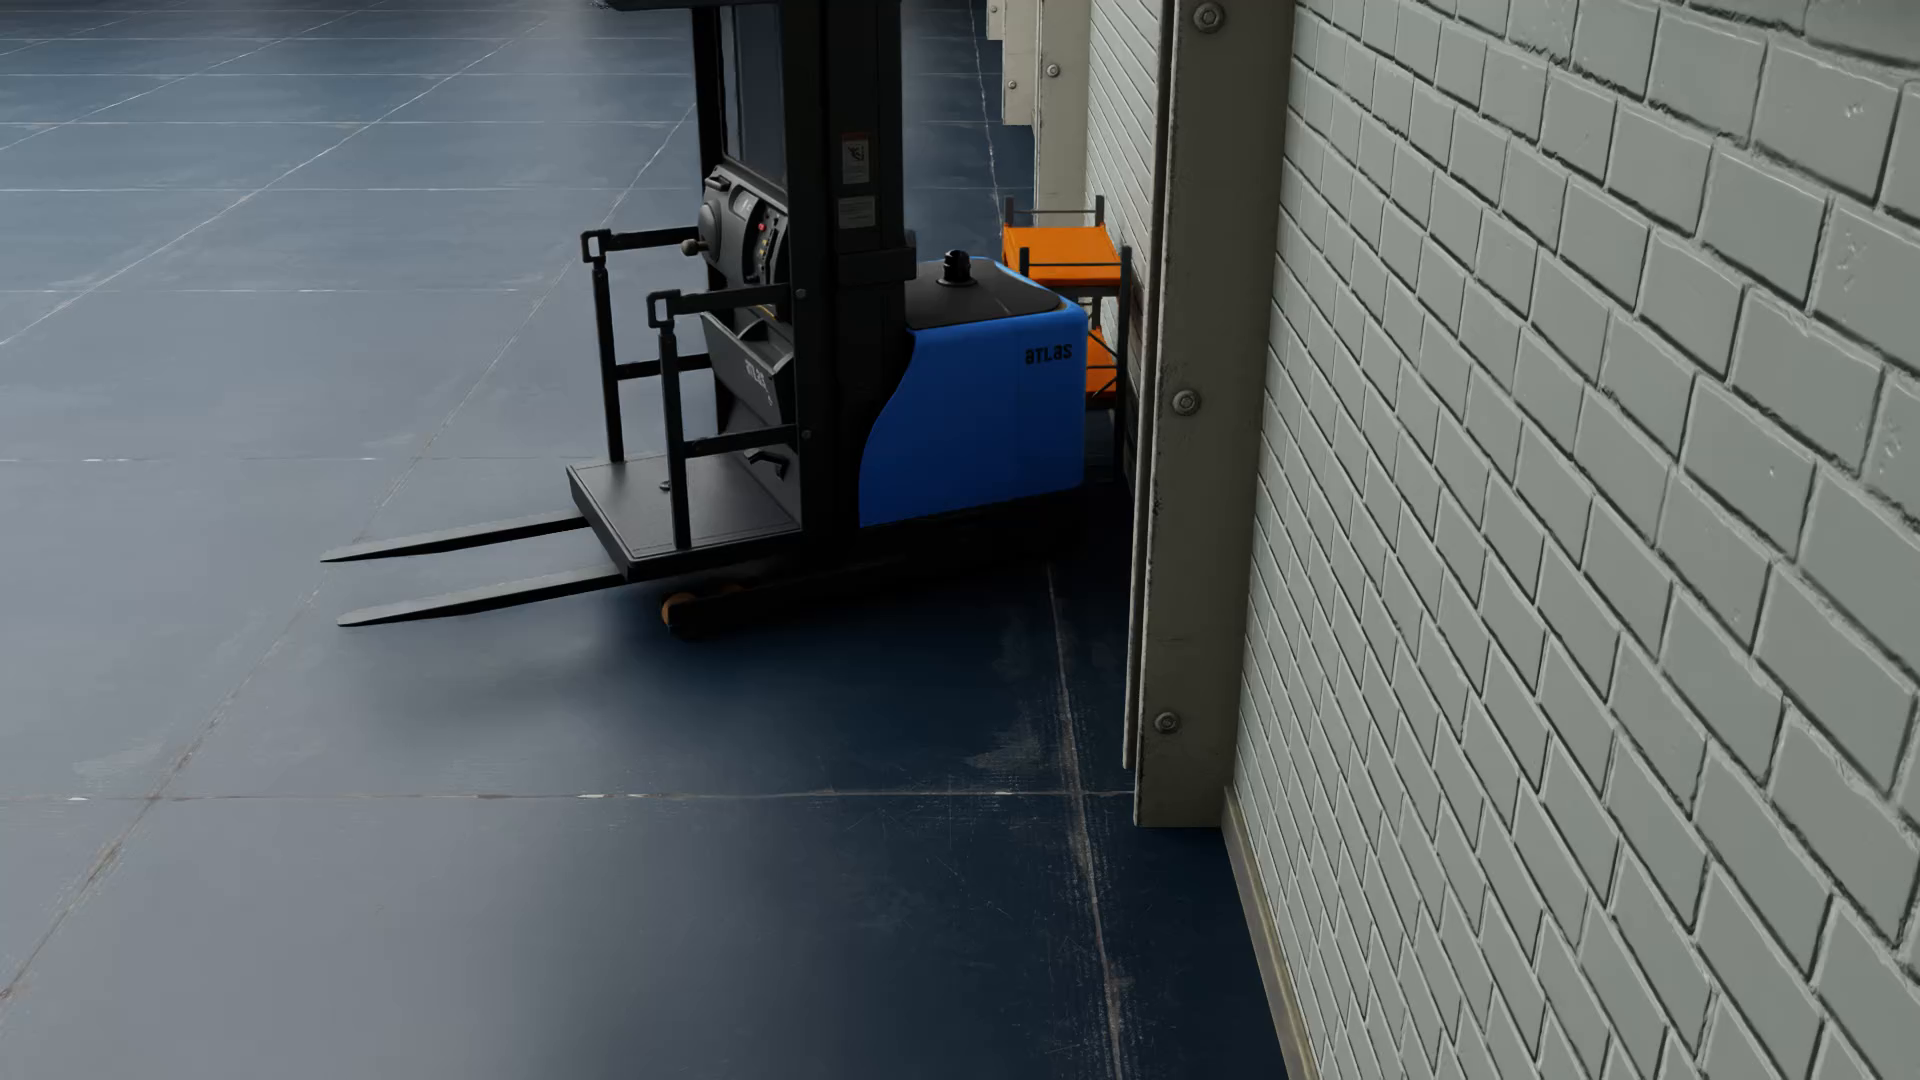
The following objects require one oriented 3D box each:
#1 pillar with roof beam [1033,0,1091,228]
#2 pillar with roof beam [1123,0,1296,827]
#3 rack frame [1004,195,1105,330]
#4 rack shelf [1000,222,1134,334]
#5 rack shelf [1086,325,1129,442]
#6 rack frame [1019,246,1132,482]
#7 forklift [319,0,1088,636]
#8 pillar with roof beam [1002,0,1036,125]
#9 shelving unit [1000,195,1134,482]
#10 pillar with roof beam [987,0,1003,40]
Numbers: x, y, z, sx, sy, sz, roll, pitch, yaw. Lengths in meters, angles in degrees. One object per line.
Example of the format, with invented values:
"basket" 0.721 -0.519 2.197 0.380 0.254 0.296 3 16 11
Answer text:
"pillar with roof beam" -3.665 -5.730 8.999 9.100 9.000 0.400 0 24 -1
"pillar with roof beam" -3.600 -3.258 3.533 9.100 9.000 0.400 0 24 -1
"rack frame" 0.473 -1.207 8.543 0.500 1.125 0.032 -1 24 -2
"rack shelf" 0.493 -1.264 7.960 0.538 0.278 1.000 -1 24 -2
"rack shelf" 0.494 -0.775 8.181 0.538 0.278 1.000 -1 24 -2
"rack frame" 0.514 -0.788 7.618 0.500 1.125 0.032 -1 24 -2
"forklift" -1.023 -1.212 6.372 3.031 2.935 1.130 -11 27 -23
"pillar with roof beam" -3.731 -8.202 14.466 9.100 9.000 0.400 0 24 -1
"shelving unit" 0.494 -0.997 8.081 0.538 1.125 1.048 -1 24 -2
"pillar with roof beam" -3.796 -10.675 19.932 9.100 9.000 0.400 0 24 -1
